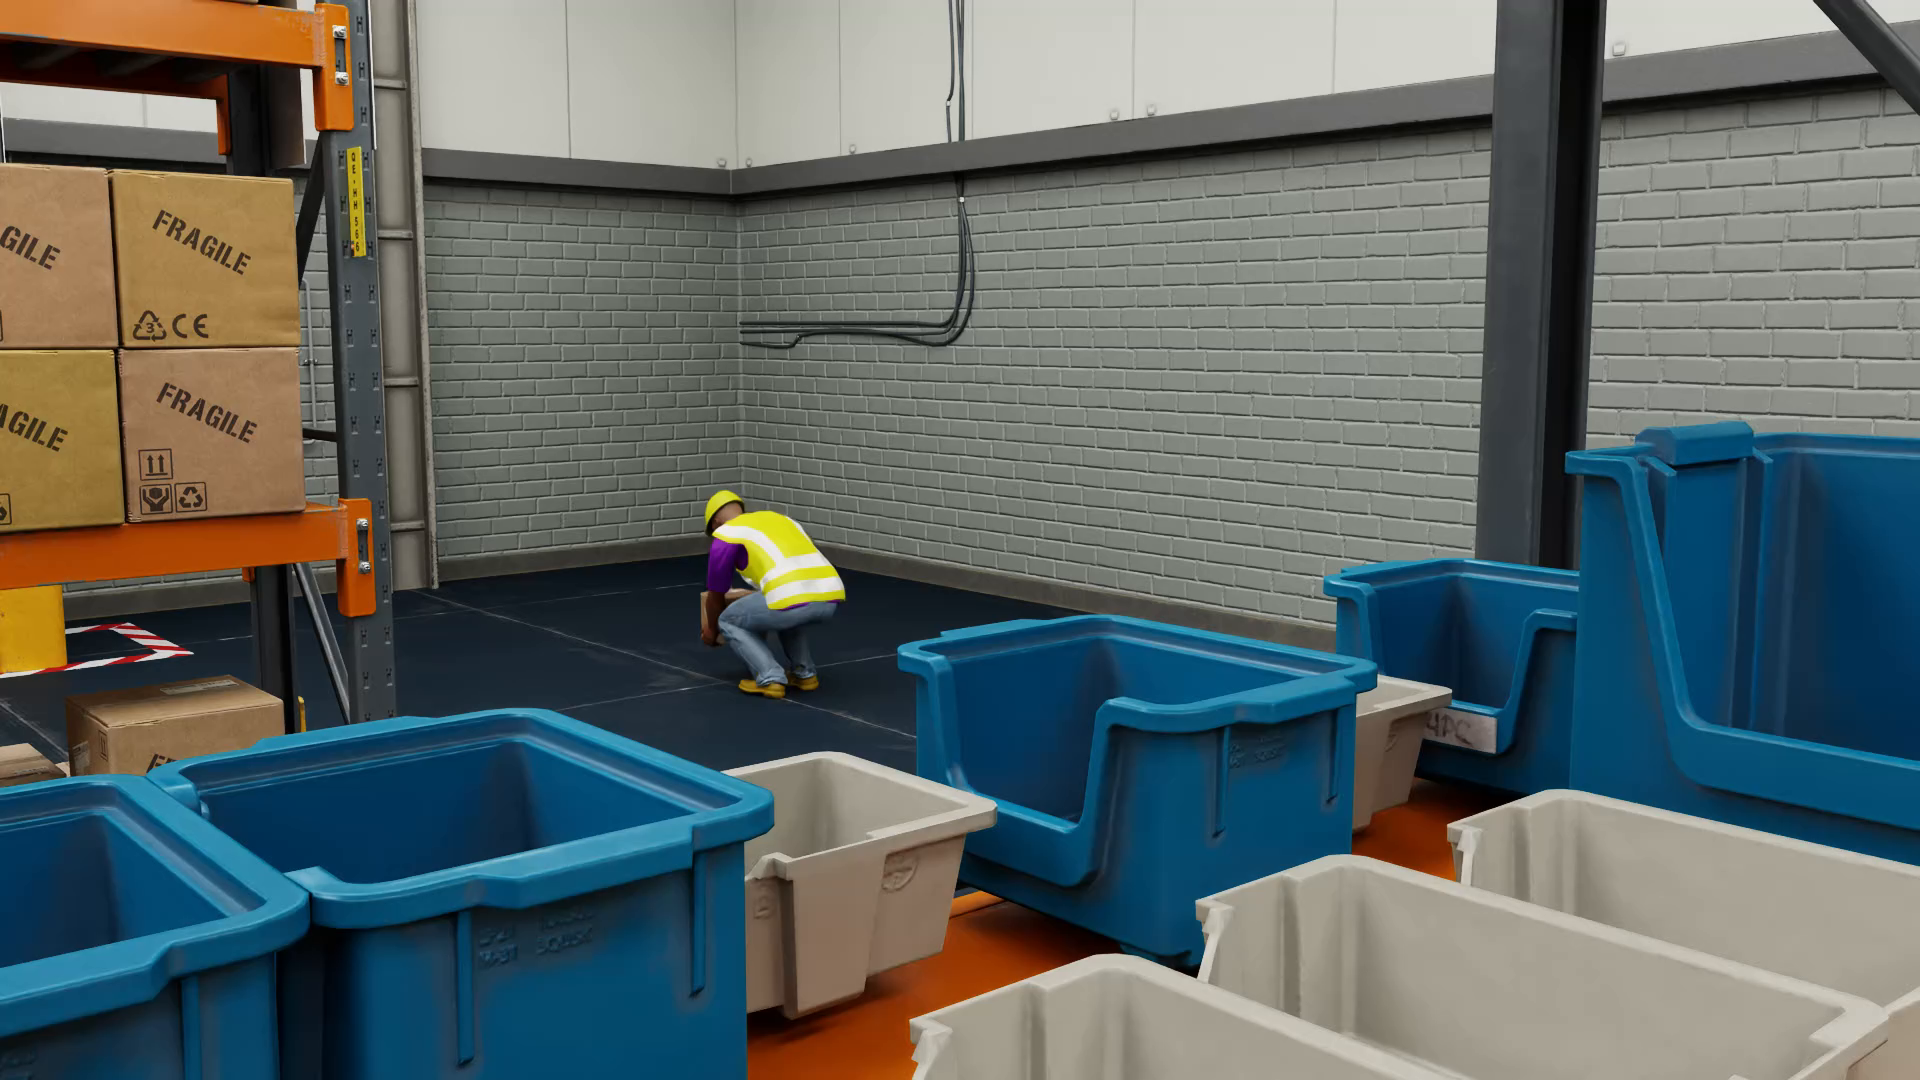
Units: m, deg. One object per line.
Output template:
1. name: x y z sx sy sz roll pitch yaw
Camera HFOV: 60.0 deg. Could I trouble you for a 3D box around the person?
1. person: -1.014 0.269 8.587 0.541 1.011 0.903 -7 10 -42
